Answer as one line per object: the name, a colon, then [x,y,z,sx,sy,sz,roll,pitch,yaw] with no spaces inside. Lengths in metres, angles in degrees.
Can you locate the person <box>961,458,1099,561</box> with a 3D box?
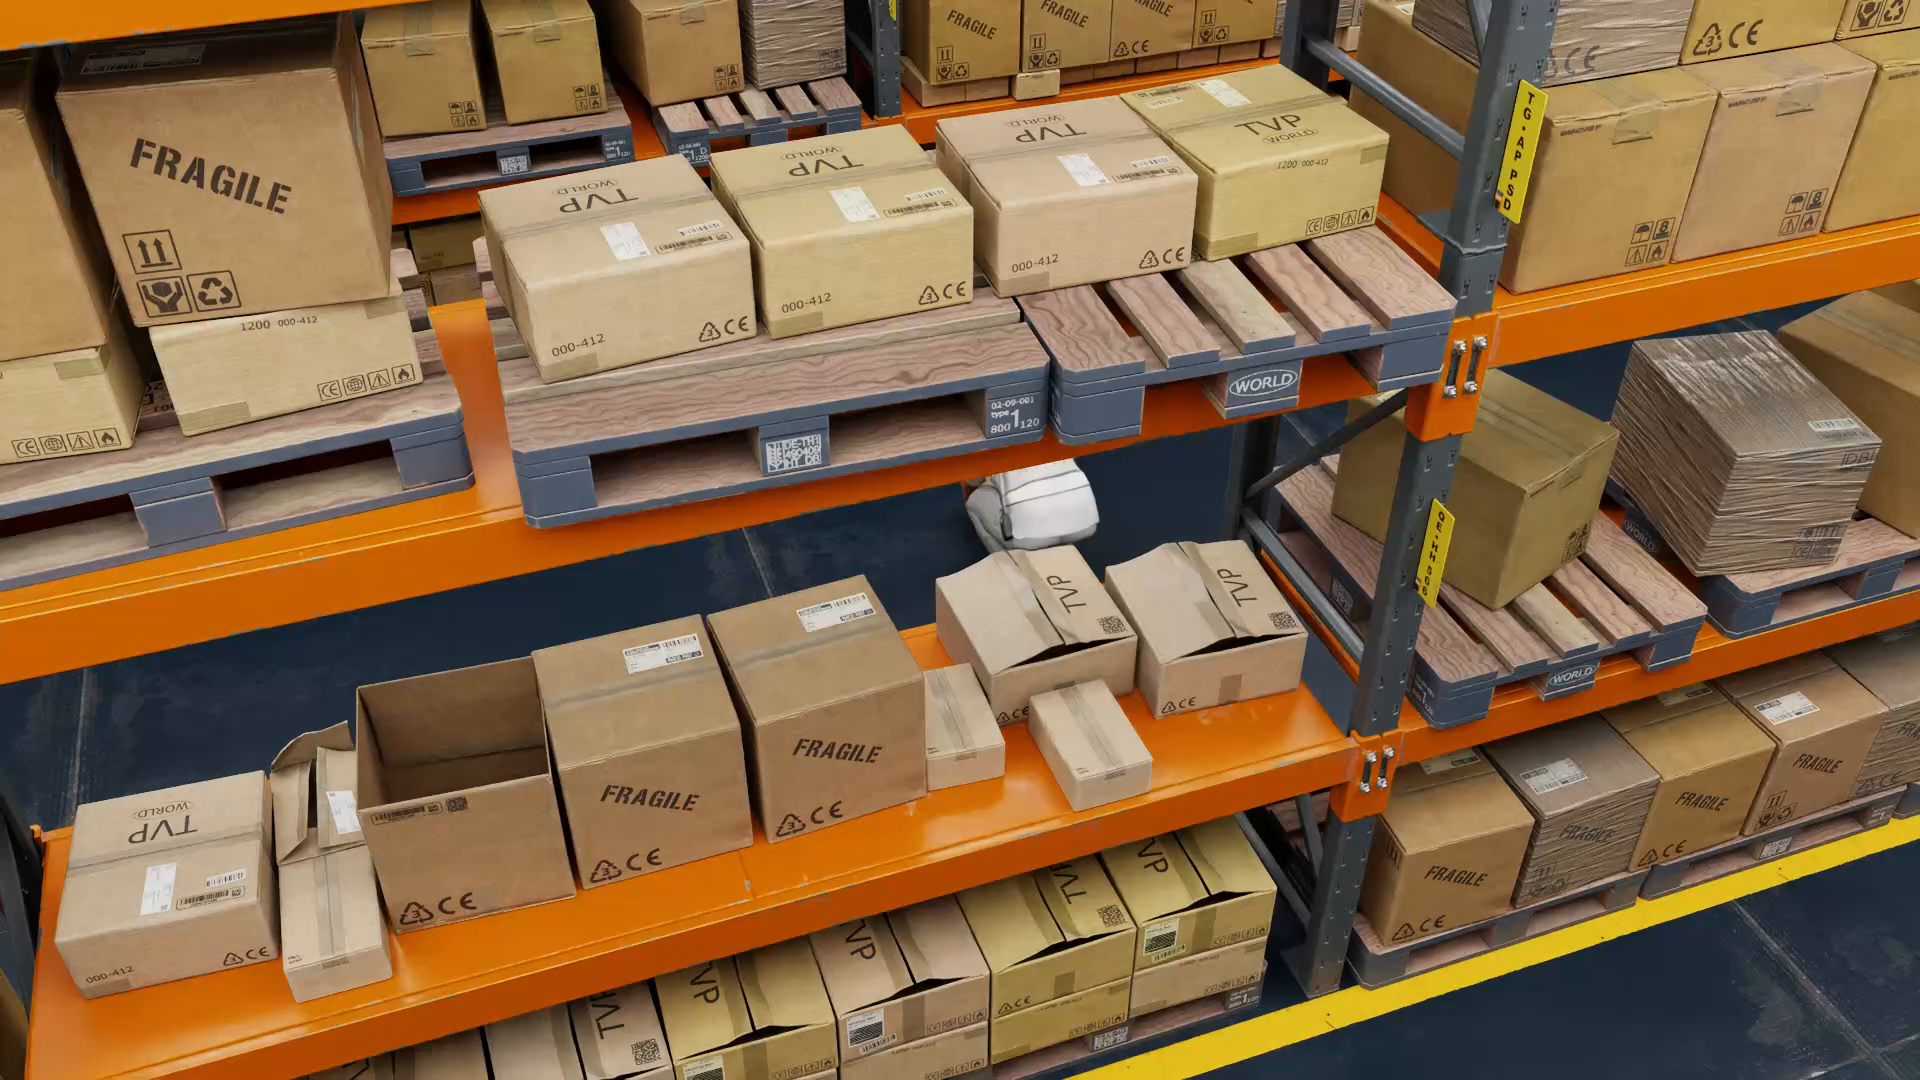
person: [0.305,-0.227,7.755,0.517,0.837,0.867,-13,40,-16]
